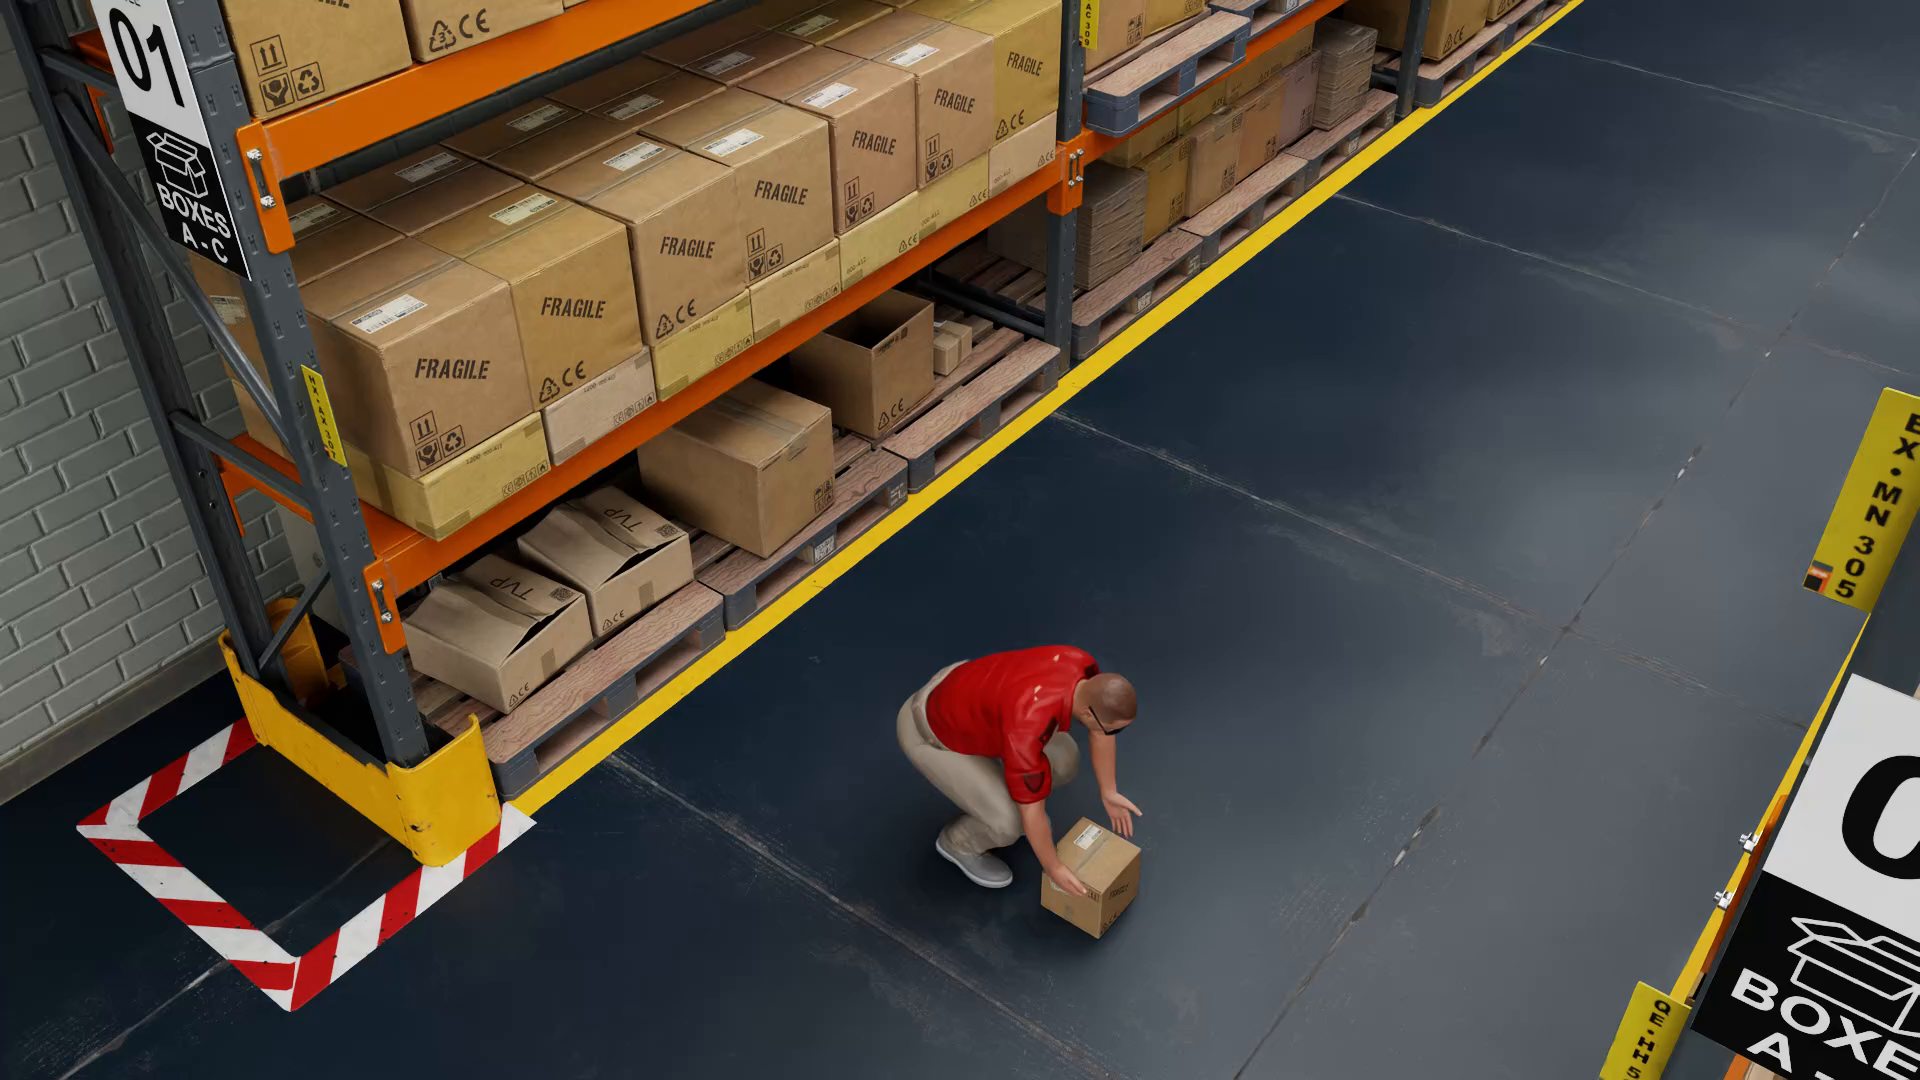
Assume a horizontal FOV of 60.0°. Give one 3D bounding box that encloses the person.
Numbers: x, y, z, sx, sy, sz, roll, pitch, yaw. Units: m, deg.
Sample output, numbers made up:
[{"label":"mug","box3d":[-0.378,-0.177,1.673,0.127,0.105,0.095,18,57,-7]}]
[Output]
[{"label":"person","box3d":[0.213,0.735,5.825,0.859,1.013,0.557,25,45,28]}]
